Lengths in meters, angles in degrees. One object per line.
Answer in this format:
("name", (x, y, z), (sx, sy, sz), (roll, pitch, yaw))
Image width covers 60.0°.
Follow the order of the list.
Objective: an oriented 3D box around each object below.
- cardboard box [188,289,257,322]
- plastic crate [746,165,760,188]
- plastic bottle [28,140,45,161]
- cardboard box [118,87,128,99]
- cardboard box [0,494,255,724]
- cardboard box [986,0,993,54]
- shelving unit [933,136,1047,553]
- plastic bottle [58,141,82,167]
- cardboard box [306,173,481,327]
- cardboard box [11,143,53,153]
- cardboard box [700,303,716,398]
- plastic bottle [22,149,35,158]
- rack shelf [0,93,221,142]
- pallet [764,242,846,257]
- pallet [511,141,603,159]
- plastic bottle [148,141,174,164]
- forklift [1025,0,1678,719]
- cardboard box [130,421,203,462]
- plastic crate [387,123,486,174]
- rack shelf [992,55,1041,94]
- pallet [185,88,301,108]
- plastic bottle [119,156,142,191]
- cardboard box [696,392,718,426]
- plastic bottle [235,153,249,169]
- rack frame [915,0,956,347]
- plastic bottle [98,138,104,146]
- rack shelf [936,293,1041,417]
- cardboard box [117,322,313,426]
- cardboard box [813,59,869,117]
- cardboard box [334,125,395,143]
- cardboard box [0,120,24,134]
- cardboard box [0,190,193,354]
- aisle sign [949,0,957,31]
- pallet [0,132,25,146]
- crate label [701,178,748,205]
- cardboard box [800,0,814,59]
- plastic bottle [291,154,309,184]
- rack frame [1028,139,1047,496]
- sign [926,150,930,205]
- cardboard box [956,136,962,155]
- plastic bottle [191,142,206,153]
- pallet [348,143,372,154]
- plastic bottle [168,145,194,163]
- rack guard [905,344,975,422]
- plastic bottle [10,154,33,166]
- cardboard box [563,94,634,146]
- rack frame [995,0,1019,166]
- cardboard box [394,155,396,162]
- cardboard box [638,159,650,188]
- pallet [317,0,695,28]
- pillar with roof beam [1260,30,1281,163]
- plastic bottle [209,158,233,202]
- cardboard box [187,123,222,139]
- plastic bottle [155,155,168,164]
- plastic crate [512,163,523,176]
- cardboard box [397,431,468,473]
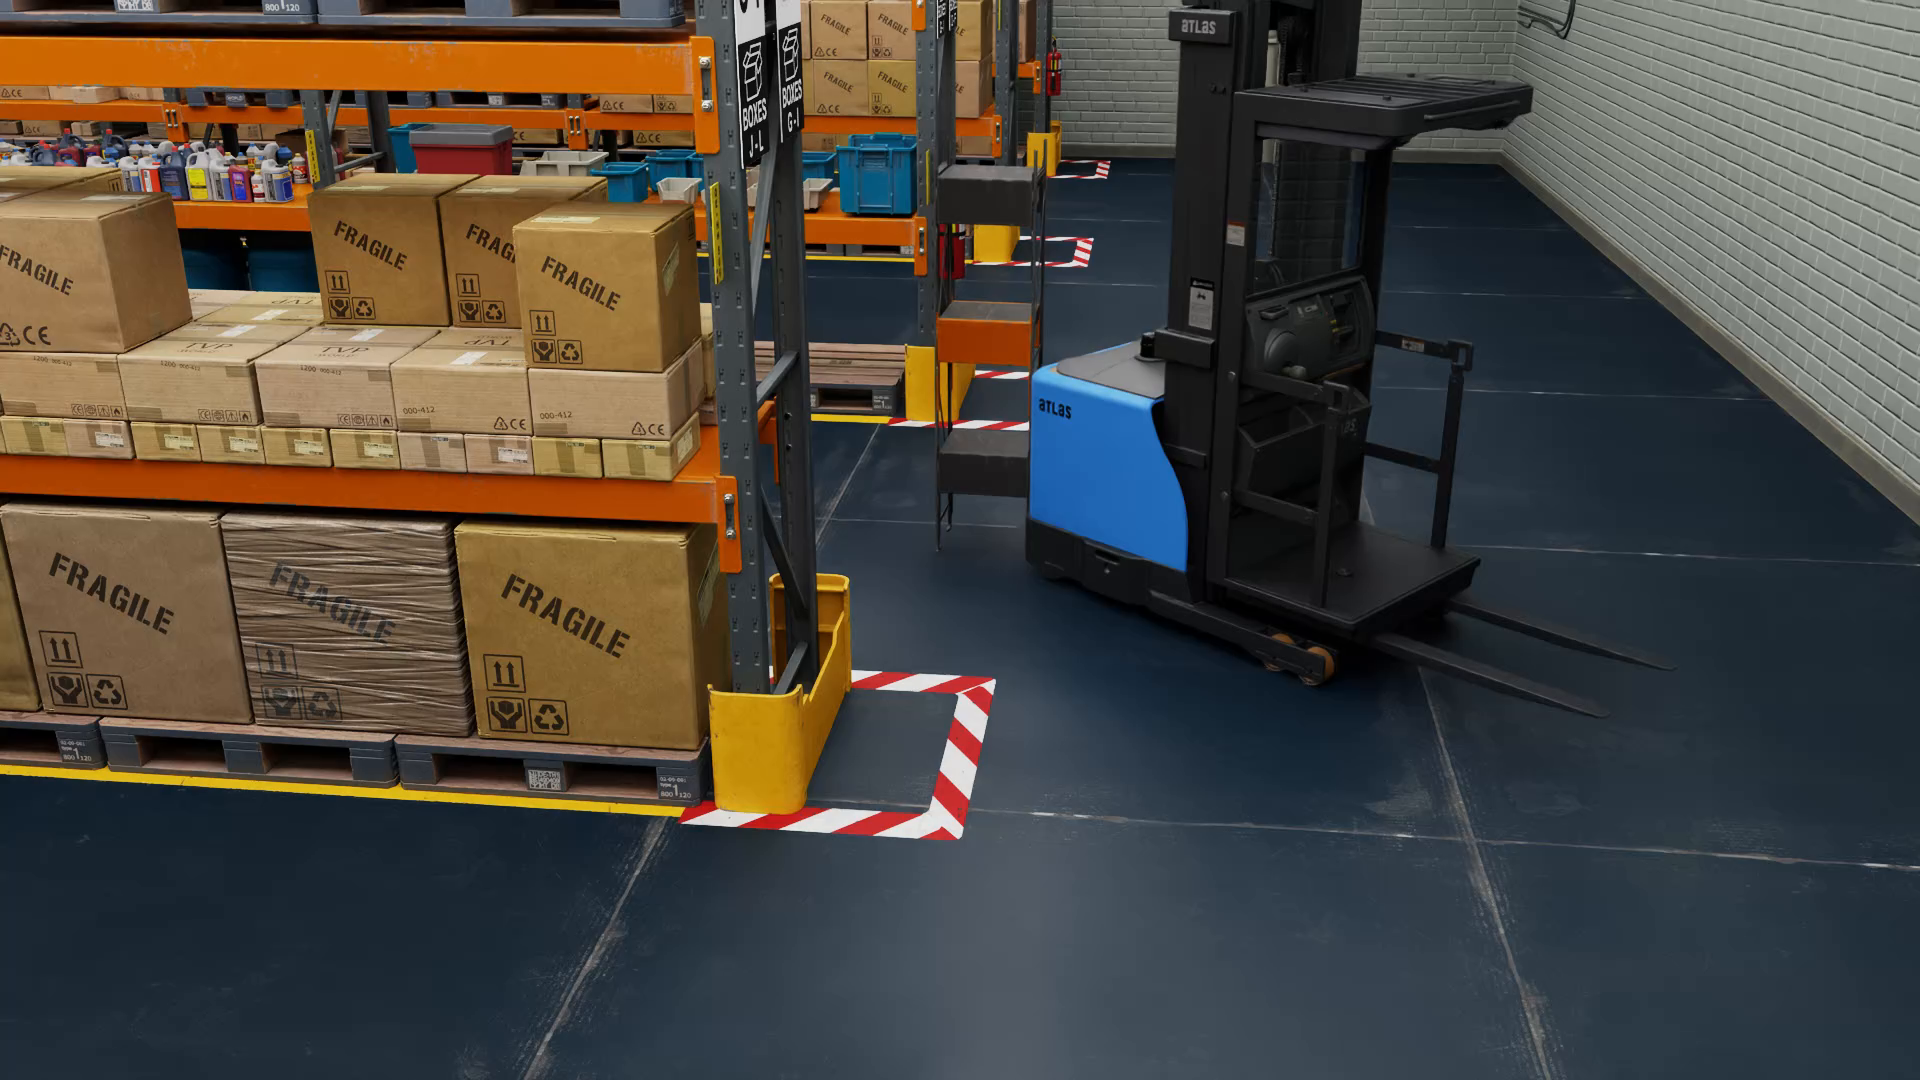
("cardboard box", (-3.214, -0.847, 6.801), (0.500, 0.250, 0.500), (3, 22, 7))
("plastic crate", (-1.339, -2.490, 11.435), (0.298, 0.136, 0.250), (2, 22, 6))
("plastic bottle", (-6.283, -2.560, 11.402), (0.185, 0.351, 0.144), (2, 22, 6))
("cardboard box", (-8.373, -4.603, 16.624), (0.500, 0.311, 0.500), (2, 22, 6))
("cardboard box", (-3.165, 0.144, 6.813), (0.875, 0.875, 0.875), (2, 22, 6))
("cardboard box", (0.027, -4.816, 15.545), (0.500, 0.500, 0.500), (3, 22, 8))
("shelving unit", (0.153, -0.967, 8.530), (0.503, 2.100, 0.431), (4, 22, 9))
("plastic bottle", (-6.341, -2.700, 11.849), (0.133, 0.283, 0.061), (2, 22, 6))
("cardboard box", (-2.189, -1.151, 6.550), (0.500, 0.500, 0.500), (2, 22, 5))
("cardboard box", (-9.532, -3.907, 17.148), (0.500, 0.311, 0.500), (2, 22, 6))
("cardboard box", (-1.177, -0.760, 6.582), (0.500, 0.250, 0.500), (2, 22, 5))
("plastic bottle", (-6.721, -2.725, 12.024), (0.097, 0.201, 0.097), (0, 22, 0))
("rack shelf", (-9.494, -4.287, 16.682), (4.000, 0.370, 1.077), (2, 22, 6))
("pallet", (-1.638, -2.983, 16.198), (1.213, 0.211, 1.003), (2, 22, 6))
("pallet", (-4.946, -4.931, 21.127), (1.213, 0.211, 1.003), (2, 22, 6))
("plastic bottle", (-5.686, -2.705, 11.871), (0.135, 0.276, 0.152), (2, 22, 6))
("forklift", (1.724, -0.938, 7.326), (1.130, 2.935, 3.031), (-20, 29, -41))
("cardboard box", (-2.902, -0.427, 6.282), (0.250, 0.149, 0.380), (2, 22, 5))
("plastic crate", (-3.618, -2.678, 11.574), (0.575, 0.384, 0.392), (2, 22, 6))
("rack shelf", (-0.970, -5.749, 20.381), (4.000, 0.370, 1.077), (2, 22, 6))
("pallet", (-6.826, -4.442, 16.356), (1.003, 0.211, 1.213), (2, 22, 6))
("plastic bottle", (-5.548, -2.438, 11.196), (0.135, 0.276, 0.152), (2, 22, 6))
("cardboard box", (-1.046, -0.591, 6.697), (0.250, 0.149, 0.380), (3, 22, 7))
("plastic bottle", (-5.109, -2.655, 11.846), (0.097, 0.201, 0.097), (0, 22, 0))
("rack frame", (-0.150, -2.380, 10.881), (0.127, 3.000, 1.000), (2, 22, 6))
("plastic bottle", (-6.191, -2.747, 11.968), (0.133, 0.283, 0.061), (2, 22, 6))
("rack shelf", (0.153, -0.954, 8.535), (0.480, 0.518, 0.431), (4, 22, 9))
("cardboard box", (-2.772, -0.630, 6.252), (0.500, 0.250, 0.500), (3, 22, 6))
("cardboard box", (-1.050, -4.200, 15.347), (0.500, 0.500, 0.500), (3, 22, 7))
("cardboard box", (-7.649, -5.398, 21.315), (0.500, 0.500, 0.700), (3, 22, 7))
("cardboard box", (-12.486, -5.472, 21.980), (0.250, 0.149, 0.380), (1, 22, 2))
("cardboard box", (-3.254, -1.003, 6.177), (0.500, 0.500, 0.500), (2, 22, 5))
("aisle sign", (-0.043, -3.695, 10.669), (0.004, 0.787, 0.394), (2, 22, 6))
("pallet", (-12.786, -5.288, 22.028), (1.213, 0.211, 1.003), (2, 22, 6))
("crate label", (-1.546, -2.276, 10.893), (0.243, 0.136, 0.396), (2, 22, 6))
("cardboard box", (-1.565, -4.684, 15.211), (0.500, 0.500, 0.500), (3, 22, 8))
("plastic bottle", (-4.685, -2.637, 11.800), (0.097, 0.201, 0.097), (0, 22, 0))
("rack frame", (0.394, -0.952, 8.491), (0.015, 2.100, 0.400), (4, 22, 9))
("sign", (-0.198, -2.255, 10.341), (0.005, 0.325, 0.100), (2, 22, 6))
("cardboard box", (-0.188, -5.046, 20.451), (0.500, 0.500, 0.700), (2, 22, 6))
("plastic bottle", (-5.456, -2.695, 11.845), (0.135, 0.276, 0.152), (2, 22, 6))
("pallet", (-7.704, -5.081, 21.505), (1.213, 0.211, 1.003), (2, 22, 6))
("plastic bottle", (-5.474, -2.639, 11.705), (0.135, 0.276, 0.152), (2, 22, 6))
("rack guard", (-0.124, -1.222, 11.350), (0.348, 0.500, 1.175), (2, 22, 6))
("plastic bottle", (-6.325, -2.472, 11.282), (0.135, 0.276, 0.152), (2, 22, 6))
("cardboard box", (-4.500, -5.384, 20.831), (0.750, 0.750, 0.750), (3, 22, 8))
("rack frame", (0.437, -4.189, 15.455), (0.127, 3.000, 1.000), (2, 22, 6))
("cardboard box", (-5.478, -3.927, 16.575), (0.500, 0.250, 0.500), (2, 22, 5))
("cardboard box", (-2.936, -3.483, 16.471), (0.500, 0.500, 0.500), (2, 22, 6))
("pallet", (-1.470, -1.954, 5.843), (1.213, 0.211, 1.003), (2, 22, 6))
("pillar with roof beam", (3.293, -7.415, 15.455), (0.400, 9.000, 9.100), (2, 22, 6))
("plastic bottle", (-4.914, -2.411, 11.126), (0.135, 0.276, 0.152), (2, 22, 6))
("cardboard box", (-9.648, -5.529, 21.647), (0.500, 0.500, 0.700), (2, 22, 5))
("plastic bottle", (-5.419, -2.477, 11.299), (0.097, 0.271, 0.097), (0, 22, 0))
("plastic crate", (-2.979, -2.503, 11.484), (0.590, 0.125, 0.437), (2, 22, 6))
("cardboard box", (-1.881, -0.383, 6.172), (0.250, 0.149, 0.380), (3, 22, 7))
